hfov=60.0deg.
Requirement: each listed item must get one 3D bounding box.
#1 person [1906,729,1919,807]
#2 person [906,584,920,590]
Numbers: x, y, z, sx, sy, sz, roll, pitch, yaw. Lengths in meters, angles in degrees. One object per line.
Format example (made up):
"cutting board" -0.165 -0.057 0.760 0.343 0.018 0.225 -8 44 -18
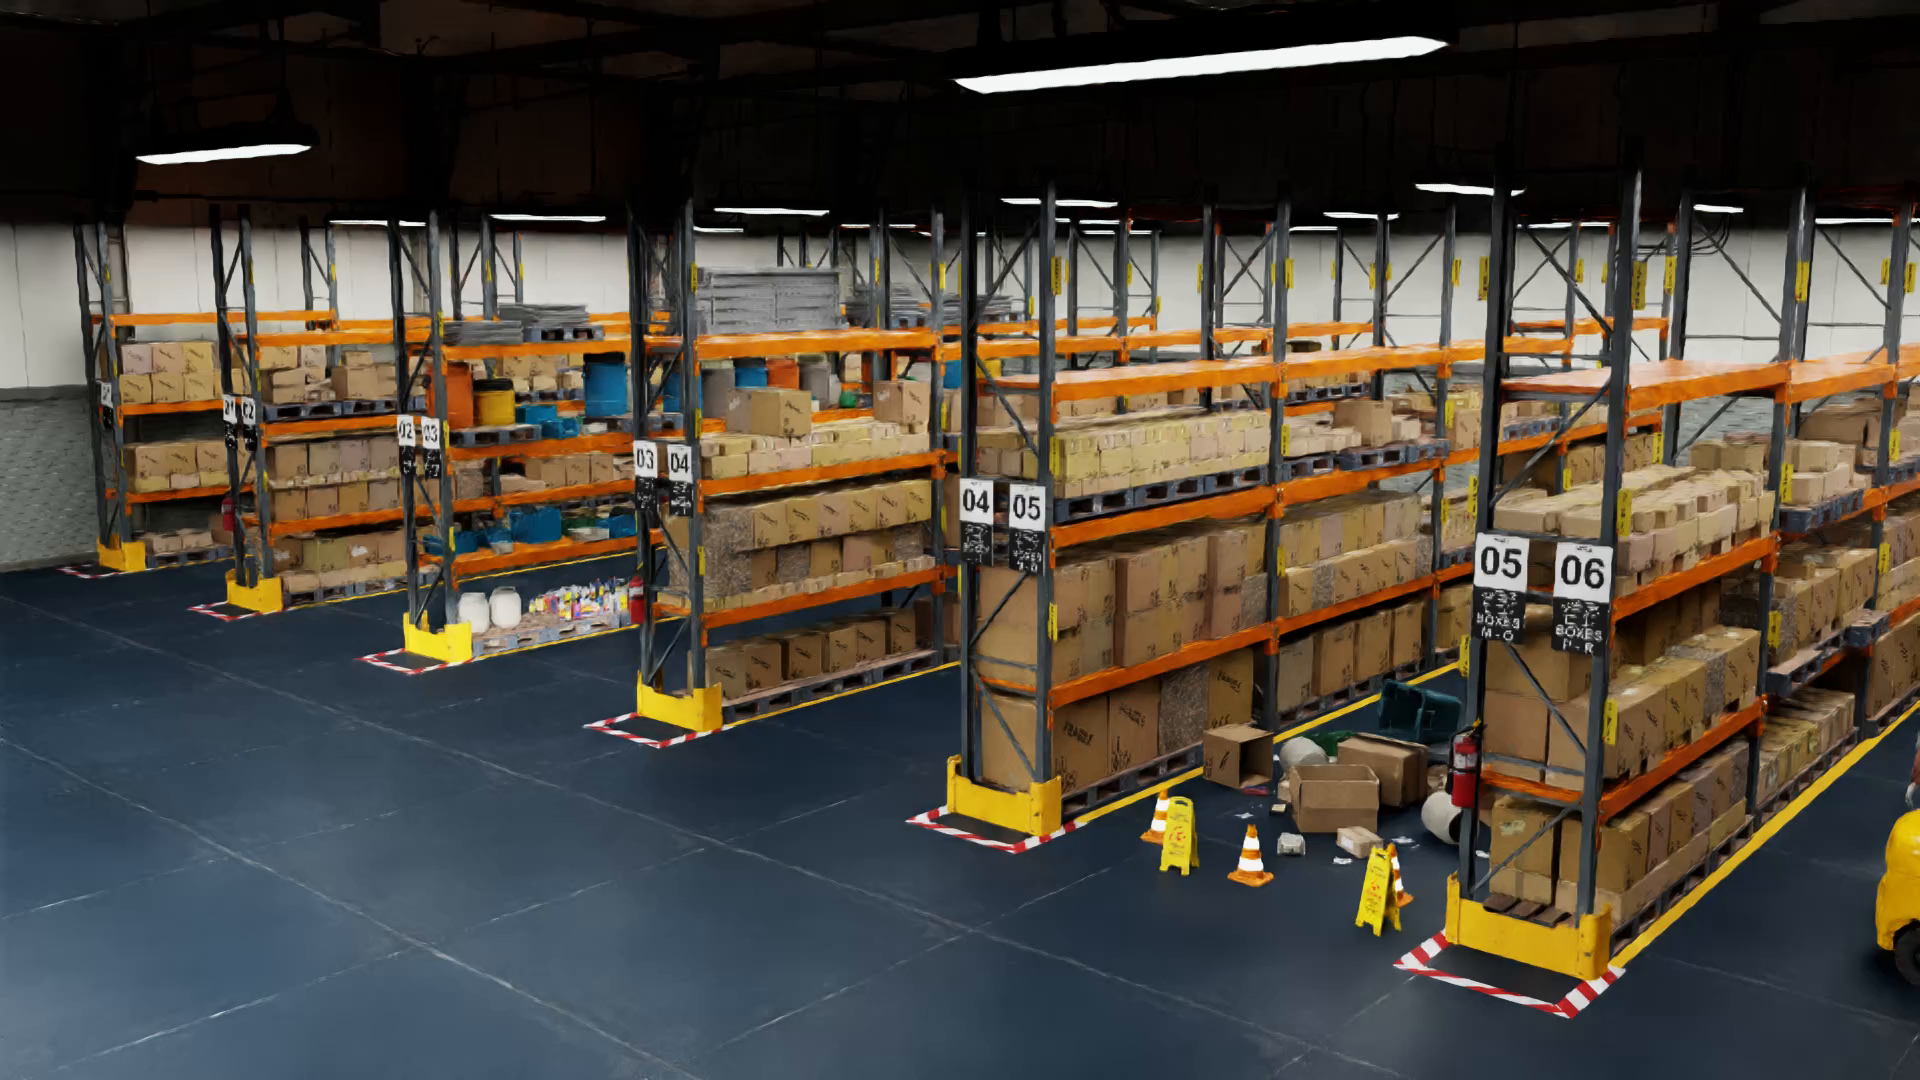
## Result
"person" 8.075 2.014 13.710 0.655 1.785 0.577 -3 10 -19
"person" -0.885 -0.089 24.928 0.677 1.718 0.573 7 12 38
